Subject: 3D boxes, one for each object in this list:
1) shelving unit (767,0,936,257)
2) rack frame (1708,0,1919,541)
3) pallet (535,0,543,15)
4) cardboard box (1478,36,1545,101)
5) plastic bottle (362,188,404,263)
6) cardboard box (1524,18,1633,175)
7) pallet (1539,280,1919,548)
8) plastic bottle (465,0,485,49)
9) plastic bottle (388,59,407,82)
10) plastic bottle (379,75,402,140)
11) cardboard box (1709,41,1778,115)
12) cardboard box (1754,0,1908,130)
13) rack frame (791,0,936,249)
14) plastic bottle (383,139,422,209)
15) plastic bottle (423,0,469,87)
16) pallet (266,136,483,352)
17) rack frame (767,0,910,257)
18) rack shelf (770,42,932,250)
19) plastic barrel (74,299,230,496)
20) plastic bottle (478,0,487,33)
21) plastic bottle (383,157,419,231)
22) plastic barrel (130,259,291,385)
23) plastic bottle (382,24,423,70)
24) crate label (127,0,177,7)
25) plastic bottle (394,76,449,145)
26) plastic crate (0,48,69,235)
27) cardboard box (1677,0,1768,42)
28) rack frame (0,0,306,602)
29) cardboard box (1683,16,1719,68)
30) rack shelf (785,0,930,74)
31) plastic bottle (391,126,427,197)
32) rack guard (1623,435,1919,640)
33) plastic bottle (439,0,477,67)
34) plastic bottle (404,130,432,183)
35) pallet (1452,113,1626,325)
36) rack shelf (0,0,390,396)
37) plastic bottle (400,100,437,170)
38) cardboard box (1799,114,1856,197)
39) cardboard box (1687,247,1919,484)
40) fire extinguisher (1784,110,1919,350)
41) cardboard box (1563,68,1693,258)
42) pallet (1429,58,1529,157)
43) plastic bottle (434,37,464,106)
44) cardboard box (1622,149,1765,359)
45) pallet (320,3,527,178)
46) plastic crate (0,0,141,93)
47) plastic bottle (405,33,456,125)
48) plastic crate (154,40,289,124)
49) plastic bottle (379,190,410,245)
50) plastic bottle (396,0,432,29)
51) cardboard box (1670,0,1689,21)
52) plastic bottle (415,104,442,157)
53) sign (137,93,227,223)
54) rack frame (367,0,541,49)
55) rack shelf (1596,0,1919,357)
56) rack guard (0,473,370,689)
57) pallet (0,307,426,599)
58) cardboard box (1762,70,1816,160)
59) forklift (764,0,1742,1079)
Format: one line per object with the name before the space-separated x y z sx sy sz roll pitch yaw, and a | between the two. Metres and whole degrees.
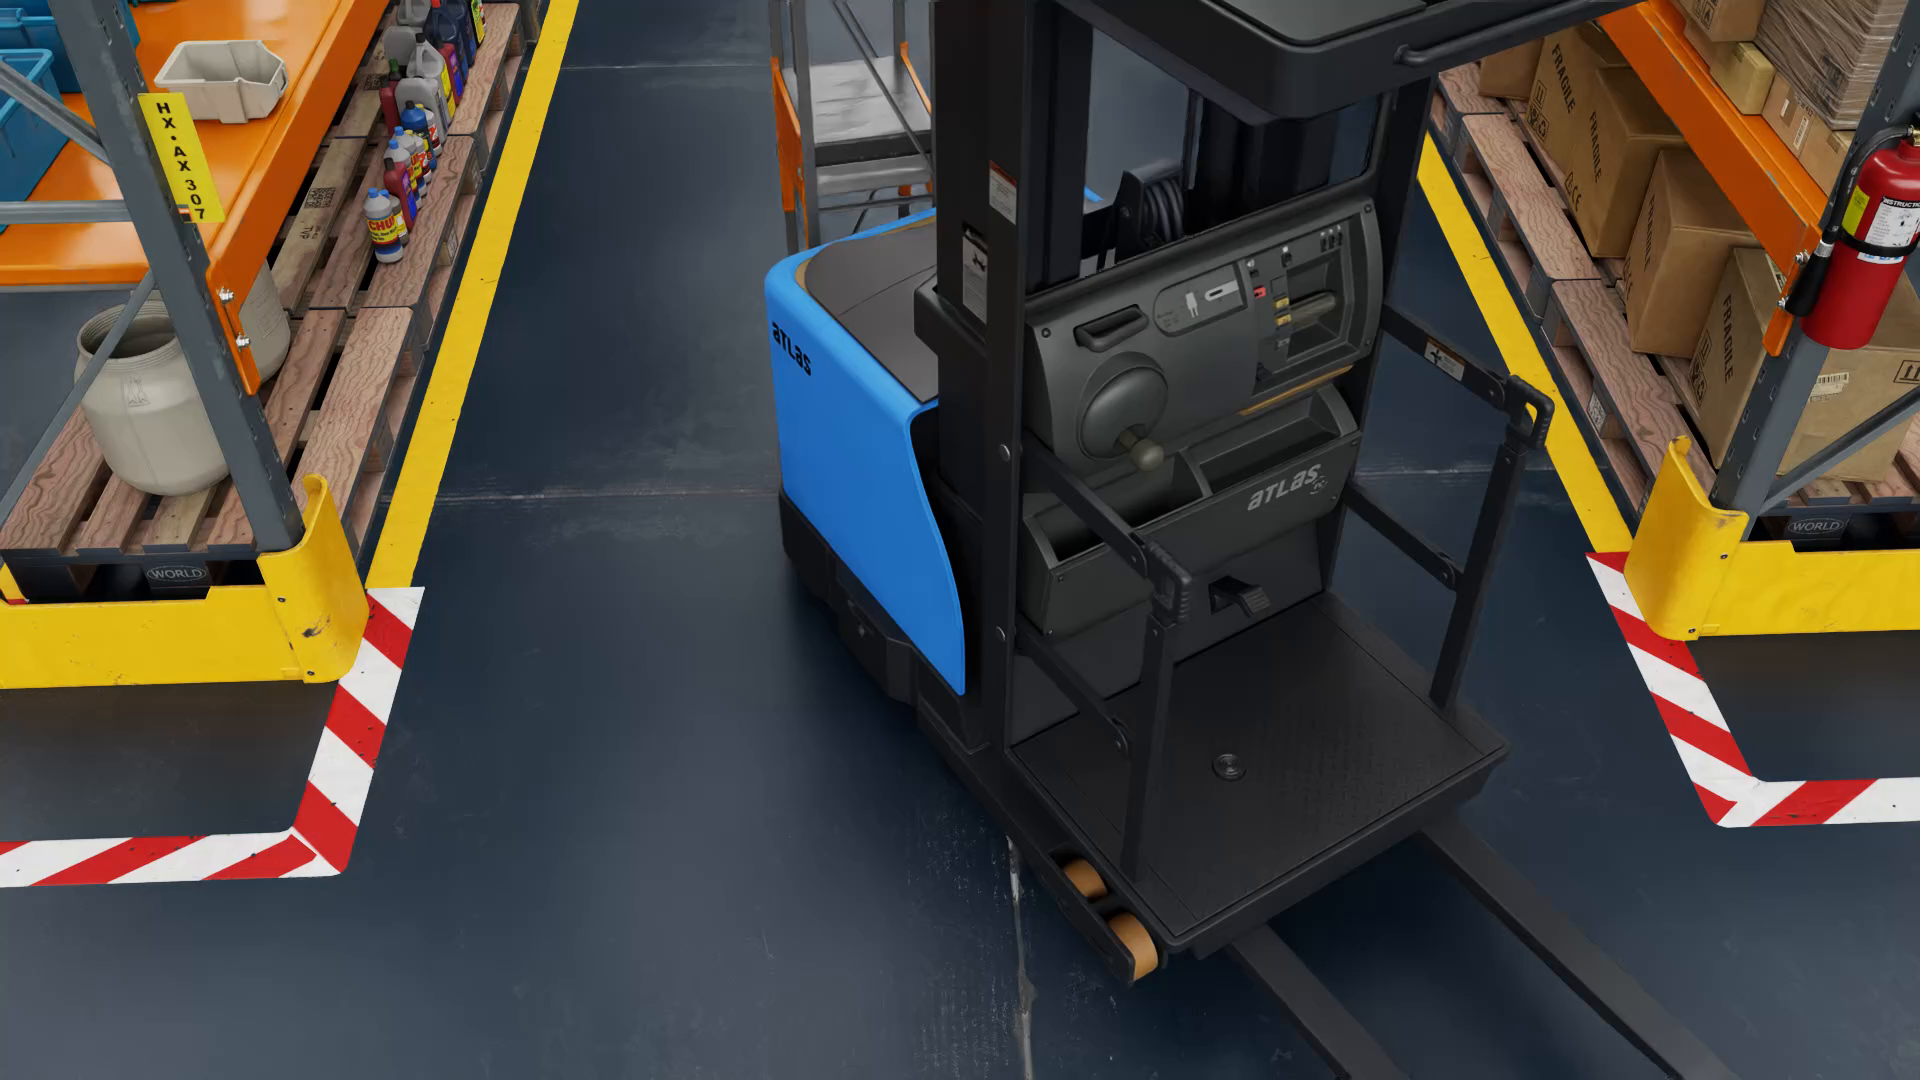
shelving unit | -0.299 -1.113 4.910 0.431 2.100 0.503 -10 43 -10
rack frame | 2.640 -0.889 4.000 1.000 3.000 0.127 -2 43 -2
pallet | -2.551 -2.948 8.310 1.003 0.211 1.213 -2 43 -2
cardboard box | 2.479 -2.165 6.931 0.500 0.500 0.500 11 44 12
plastic bottle | -2.075 -1.136 5.963 0.097 0.271 0.097 0 43 0
cardboard box | 2.584 -1.748 6.476 0.500 0.500 0.500 -5 43 -6
pallet | 2.637 -0.462 5.597 1.003 0.211 1.213 -2 43 -2
plastic bottle | -2.129 -2.293 7.216 0.061 0.283 0.133 0 43 0
plastic bottle | -2.243 -1.813 6.693 0.061 0.283 0.133 -2 43 -2
plastic bottle | -2.245 -1.721 6.592 0.061 0.283 0.133 -2 43 -2
cardboard box | 2.349 -1.319 4.655 0.380 0.149 0.250 -2 43 -2
cardboard box | 2.644 -1.407 4.271 0.875 0.500 0.500 -2 43 -2
rack frame | -0.240 -0.953 4.735 0.400 2.100 0.015 -10 43 -10
plastic bottle | -2.089 -1.367 6.215 0.097 0.271 0.097 0 43 0
plastic bottle | -2.155 -2.077 6.930 0.144 0.351 0.185 -4 43 -4
pallet | -2.437 -1.139 6.336 1.003 0.211 1.213 -2 43 -2
rack frame | -0.358 -1.273 5.084 0.400 2.100 0.015 -10 43 -10
rack shelf | -0.299 -1.103 4.919 0.431 0.518 0.480 -10 43 -10
plastic barrel | -2.413 -0.426 5.026 0.421 0.512 0.421 0 43 0
plastic bottle | -2.152 -2.342 7.330 0.097 0.201 0.097 0 43 0
plastic bottle | -2.066 -1.294 6.126 0.061 0.283 0.133 -1 43 -1
plastic barrel | -2.434 -0.765 5.395 0.421 0.512 0.421 0 43 0
plastic bottle | -2.302 -2.028 6.933 0.152 0.276 0.135 -2 43 -2
crate label | -2.657 -1.994 5.180 0.502 0.435 0.616 -2 43 -2
plastic bottle | -2.139 -1.721 6.598 0.152 0.276 0.135 -1 43 -1
plastic crate | -2.629 -1.021 4.254 0.499 0.251 0.616 -2 43 -2
cardboard box | 2.503 -1.741 4.636 0.875 0.500 0.500 -2 43 -2
rack frame | -2.309 -0.747 3.845 1.000 3.000 0.127 -2 43 -2
cardboard box | 2.354 -1.488 4.839 0.380 0.149 0.250 -2 43 -2
rack shelf | -0.299 -1.619 4.446 0.431 0.518 0.480 -10 43 -10
plastic bottle | -2.093 -1.435 6.289 0.097 0.271 0.097 0 43 0
rack guard | 2.636 -0.019 4.900 1.175 0.500 0.348 -2 43 -2
plastic bottle | -2.163 -2.206 7.072 0.144 0.351 0.185 -3 43 -3
plastic bottle | -2.098 -1.476 6.386 0.097 0.201 0.097 0 43 0
pallet | 2.588 -1.283 6.494 1.003 0.211 1.213 -2 43 -2
rack shelf | -2.394 -1.832 5.561 1.077 0.370 4.000 -2 43 -2
plastic bottle | -2.102 -1.572 6.438 0.097 0.271 0.097 0 43 0
cardboard box | 2.421 -0.983 4.288 0.380 0.149 0.250 -2 43 -2
cardboard box | 2.630 -0.544 5.163 0.500 0.500 0.500 6 43 6
fire extinguisher | 2.184 -0.770 3.927 0.296 0.674 0.183 -2 43 -2
cardboard box | 2.563 -1.370 6.064 0.500 0.500 0.500 2 43 2
pallet | 2.534 -2.109 7.394 1.003 0.211 1.213 -2 43 -2
plastic bottle | -2.107 -1.943 6.835 0.061 0.283 0.133 1 43 1
cardboard box | 2.570 -0.947 5.602 0.500 0.500 0.500 9 43 9
pallet | -2.492 -1.964 7.237 1.003 0.211 1.213 -2 43 -2
plastic crate | -2.651 -1.460 4.733 0.499 0.251 0.408 -2 43 -2
plastic bottle | -2.142 -1.859 6.693 0.144 0.351 0.185 -2 43 -2
plastic crate | -2.025 -1.263 4.603 0.298 0.136 0.250 -2 43 -2
plastic bottle | -2.079 -1.180 6.063 0.097 0.201 0.097 0 43 0
plastic bottle | -2.307 -2.202 7.067 0.144 0.351 0.185 -2 43 -2
cardboard box | 2.385 -1.658 5.025 0.380 0.149 0.250 -2 43 -2
plastic bottle | -2.106 -1.615 6.537 0.097 0.201 0.097 0 43 0
sign | -1.759 -0.862 3.765 0.100 0.325 0.005 -2 43 -2
rack frame | -2.479 -3.447 6.791 1.000 3.000 0.127 -2 43 -2
rack shelf | 2.555 -1.974 5.716 1.077 0.370 4.000 -2 43 -2
rack guard | -2.359 0.125 4.744 1.175 0.500 0.348 -2 43 -2
pallet | -2.388 -0.317 5.440 1.003 0.211 1.213 -2 43 -2
cardboard box | 2.411 -1.151 4.472 0.380 0.149 0.250 -2 43 -2
forklift | 0.675 -0.372 3.486 1.130 2.935 3.031 -24 47 -24
